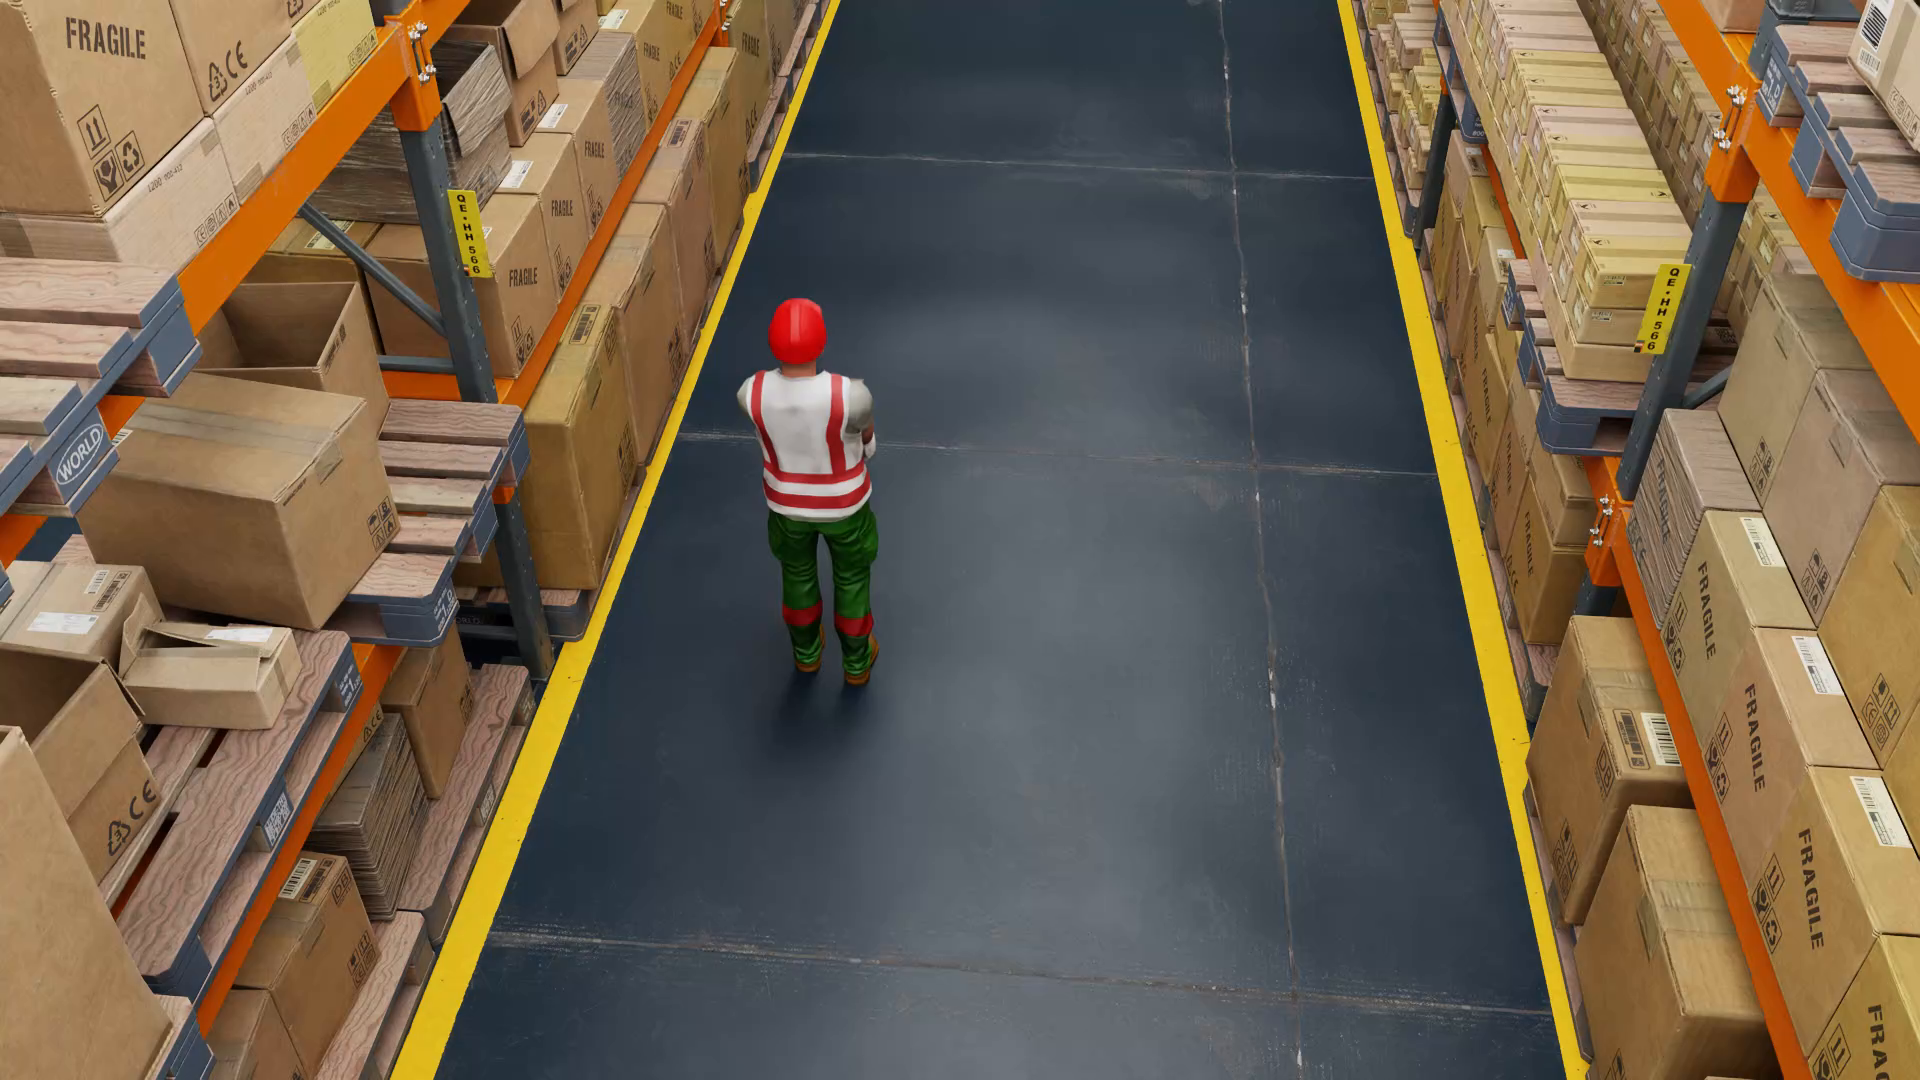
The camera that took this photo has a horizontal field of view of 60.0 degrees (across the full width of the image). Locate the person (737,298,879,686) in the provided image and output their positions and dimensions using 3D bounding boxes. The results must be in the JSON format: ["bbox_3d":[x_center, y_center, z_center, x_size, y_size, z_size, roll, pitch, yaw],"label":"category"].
[{"bbox_3d":[-0.544,-0.225,6.413,0.494,1.782,0.569,4,40,4],"label":"person"}]
